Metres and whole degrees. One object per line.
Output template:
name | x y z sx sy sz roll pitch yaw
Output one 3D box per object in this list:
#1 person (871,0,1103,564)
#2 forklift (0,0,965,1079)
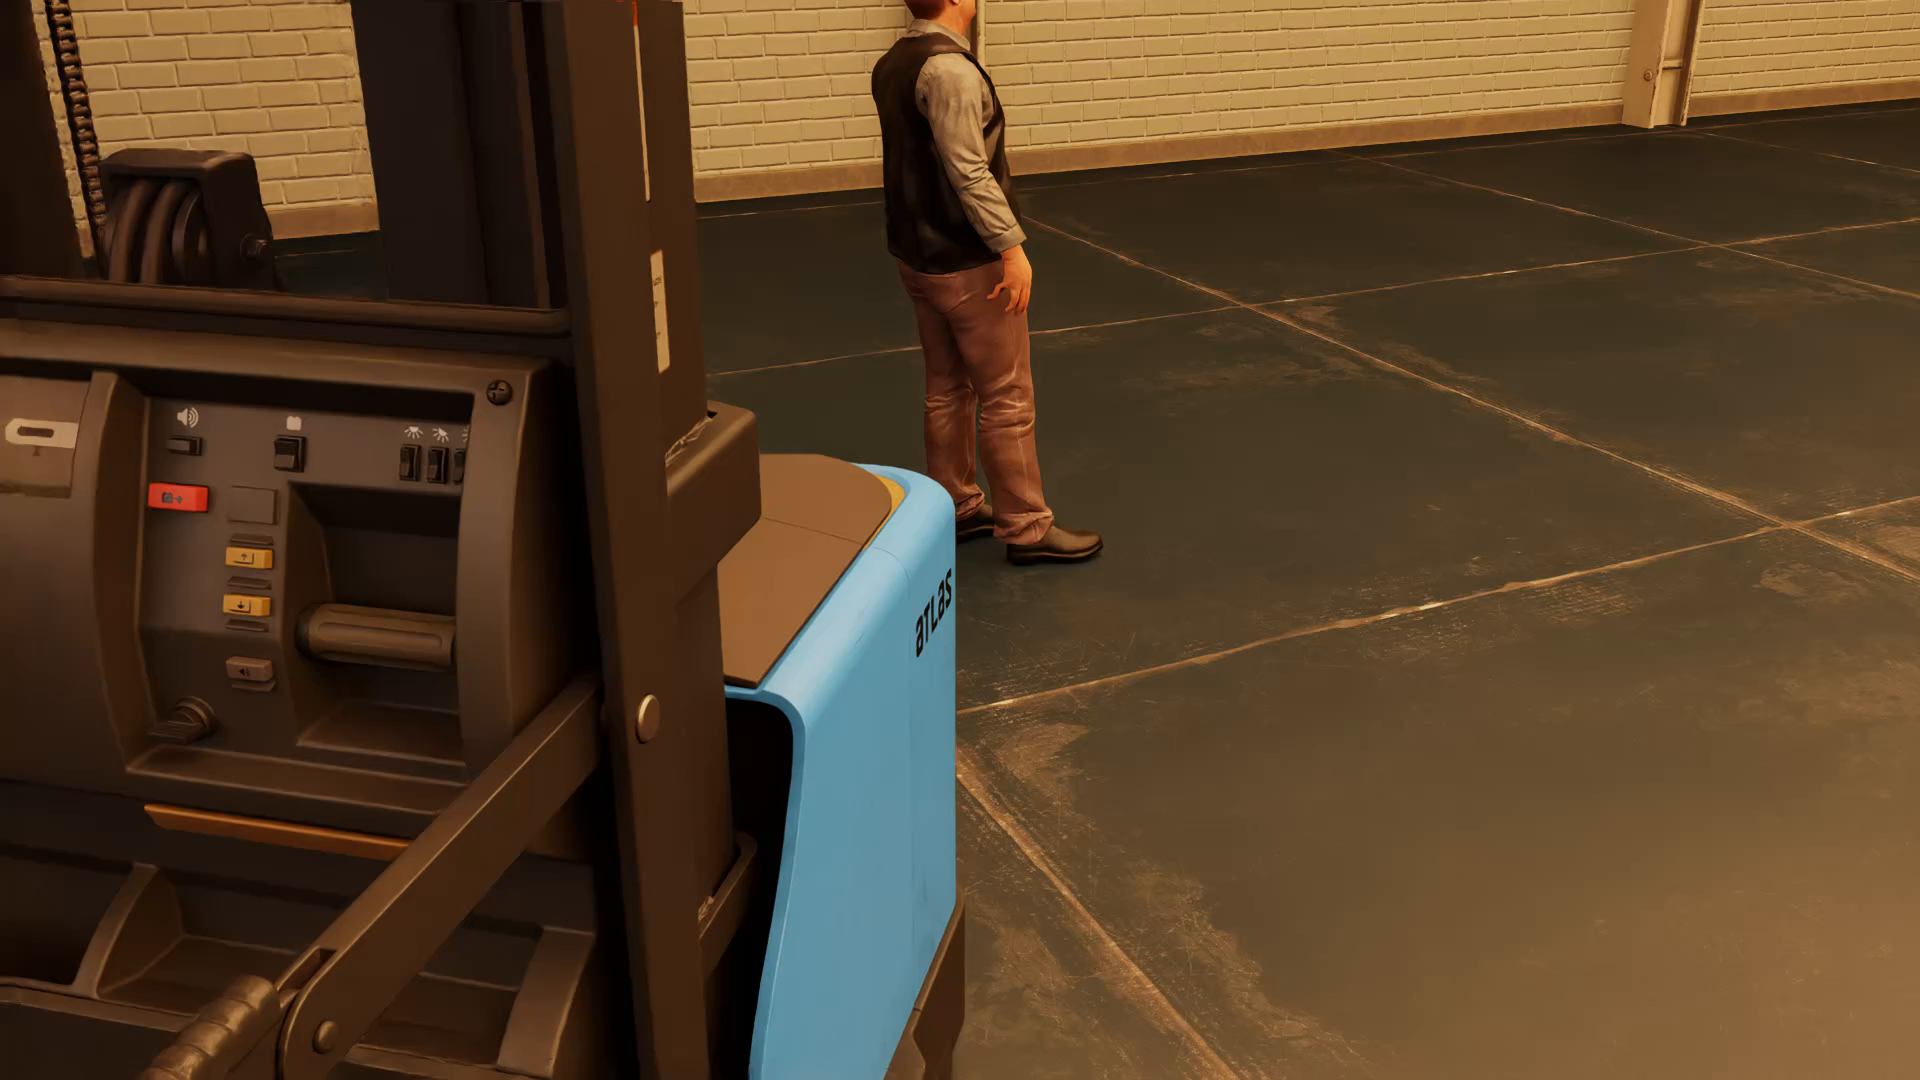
person | 0.059 -0.809 4.791 0.568 1.720 0.632 -10 25 -23
forklift | -0.837 0.033 1.207 1.130 2.935 3.031 5 23 13
